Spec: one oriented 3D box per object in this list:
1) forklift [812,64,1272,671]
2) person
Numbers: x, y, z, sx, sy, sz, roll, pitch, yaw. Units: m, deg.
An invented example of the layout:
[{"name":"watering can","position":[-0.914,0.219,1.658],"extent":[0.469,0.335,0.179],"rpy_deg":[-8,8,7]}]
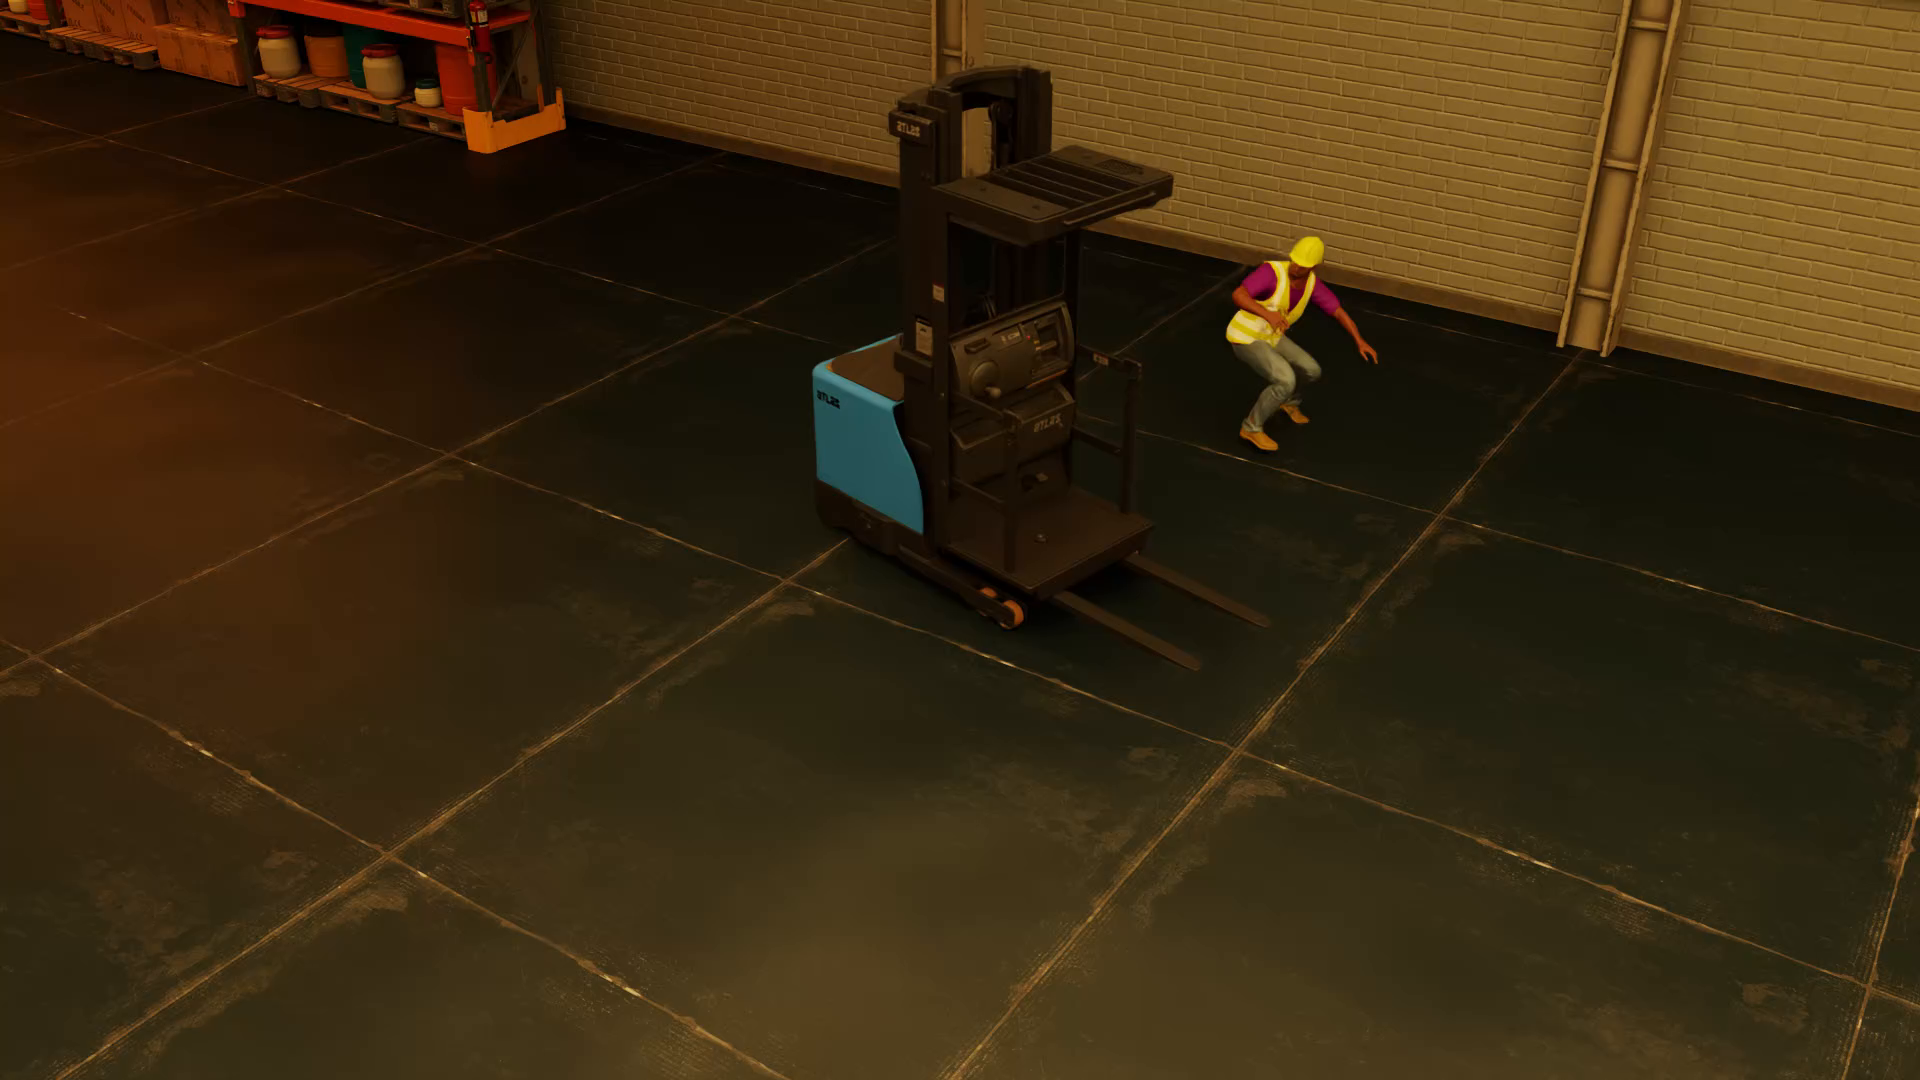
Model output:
[{"name":"forklift","position":[0.453,-1.045,9.380],"extent":[1.130,2.935,3.031],"rpy_deg":[-26,39,-37]},{"name":"person","position":[2.269,-1.331,11.349],"extent":[0.844,1.505,0.913],"rpy_deg":[-25,39,-36]}]
